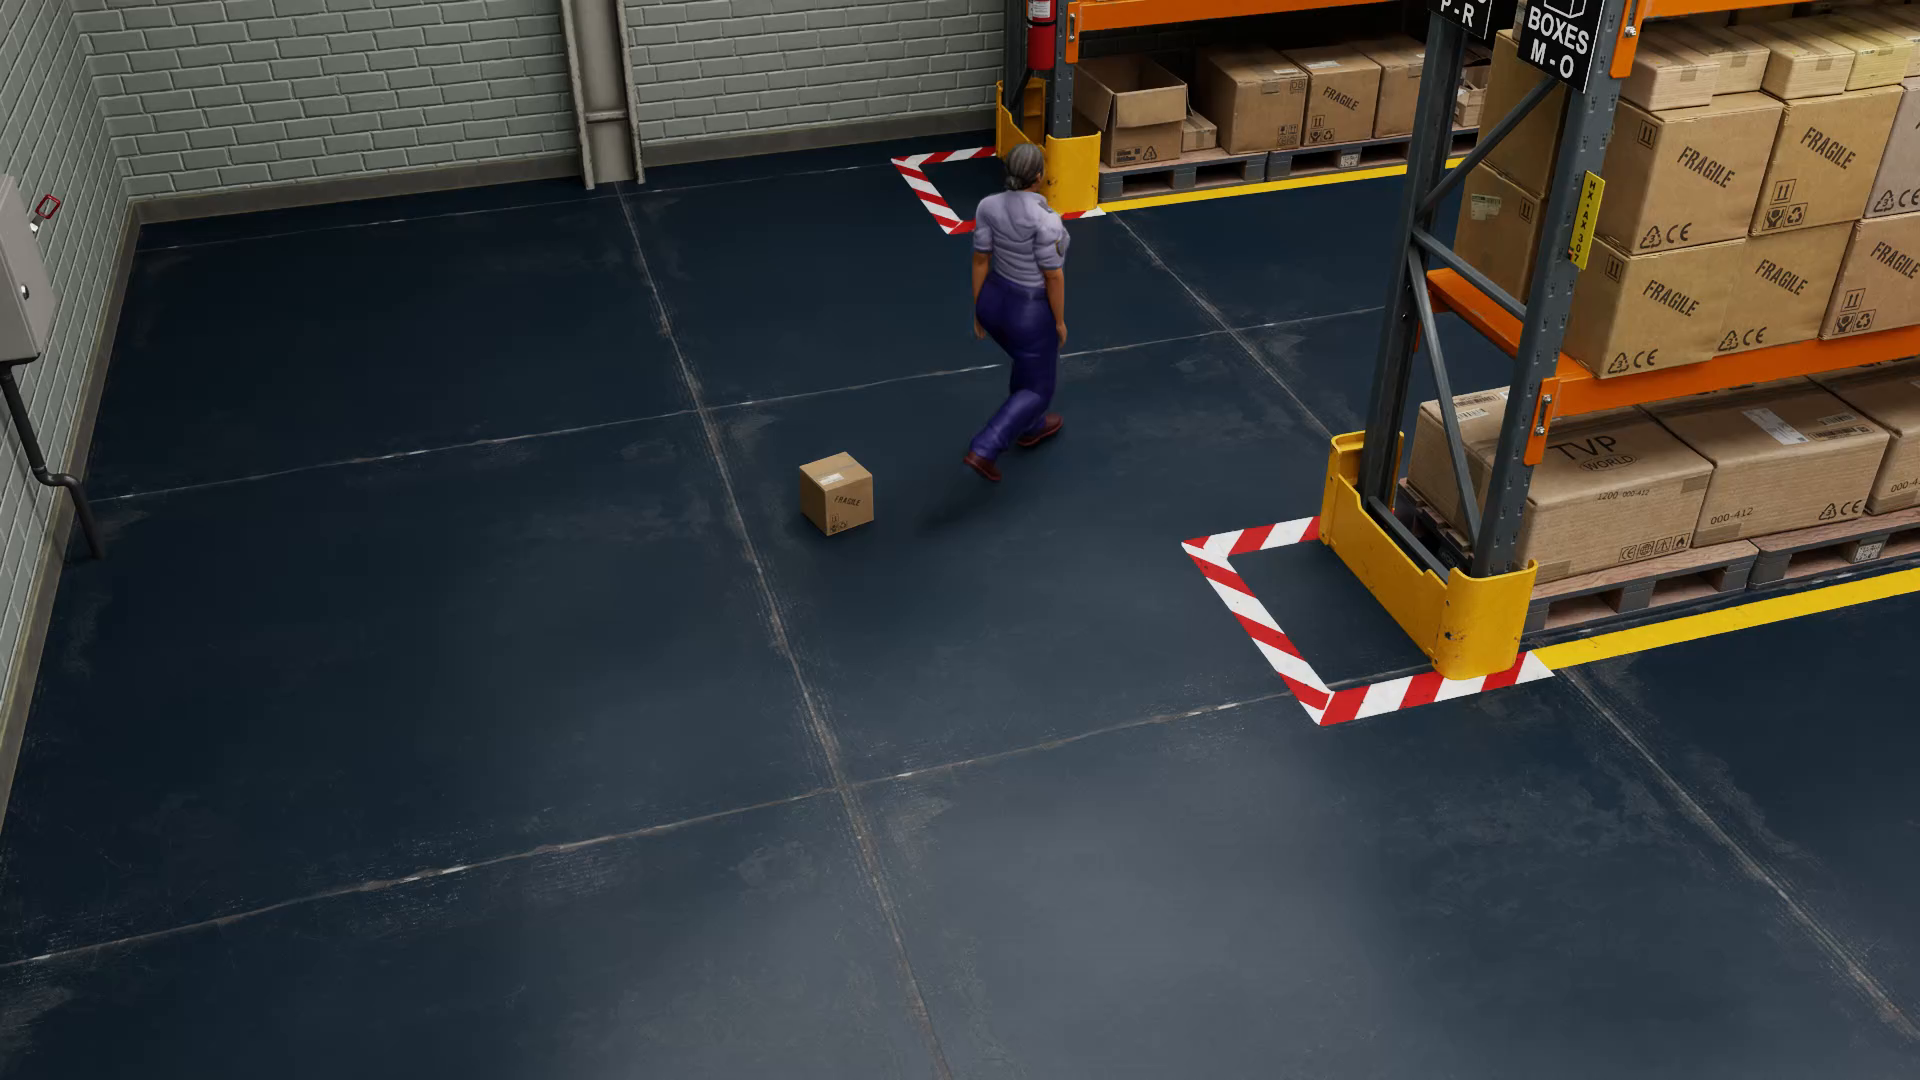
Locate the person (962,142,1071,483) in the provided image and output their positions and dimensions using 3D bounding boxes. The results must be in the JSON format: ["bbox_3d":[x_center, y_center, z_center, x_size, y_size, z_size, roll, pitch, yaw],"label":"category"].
[{"bbox_3d":[0.251,-1.039,7.691,0.472,1.596,0.886,28,43,35],"label":"person"}]
